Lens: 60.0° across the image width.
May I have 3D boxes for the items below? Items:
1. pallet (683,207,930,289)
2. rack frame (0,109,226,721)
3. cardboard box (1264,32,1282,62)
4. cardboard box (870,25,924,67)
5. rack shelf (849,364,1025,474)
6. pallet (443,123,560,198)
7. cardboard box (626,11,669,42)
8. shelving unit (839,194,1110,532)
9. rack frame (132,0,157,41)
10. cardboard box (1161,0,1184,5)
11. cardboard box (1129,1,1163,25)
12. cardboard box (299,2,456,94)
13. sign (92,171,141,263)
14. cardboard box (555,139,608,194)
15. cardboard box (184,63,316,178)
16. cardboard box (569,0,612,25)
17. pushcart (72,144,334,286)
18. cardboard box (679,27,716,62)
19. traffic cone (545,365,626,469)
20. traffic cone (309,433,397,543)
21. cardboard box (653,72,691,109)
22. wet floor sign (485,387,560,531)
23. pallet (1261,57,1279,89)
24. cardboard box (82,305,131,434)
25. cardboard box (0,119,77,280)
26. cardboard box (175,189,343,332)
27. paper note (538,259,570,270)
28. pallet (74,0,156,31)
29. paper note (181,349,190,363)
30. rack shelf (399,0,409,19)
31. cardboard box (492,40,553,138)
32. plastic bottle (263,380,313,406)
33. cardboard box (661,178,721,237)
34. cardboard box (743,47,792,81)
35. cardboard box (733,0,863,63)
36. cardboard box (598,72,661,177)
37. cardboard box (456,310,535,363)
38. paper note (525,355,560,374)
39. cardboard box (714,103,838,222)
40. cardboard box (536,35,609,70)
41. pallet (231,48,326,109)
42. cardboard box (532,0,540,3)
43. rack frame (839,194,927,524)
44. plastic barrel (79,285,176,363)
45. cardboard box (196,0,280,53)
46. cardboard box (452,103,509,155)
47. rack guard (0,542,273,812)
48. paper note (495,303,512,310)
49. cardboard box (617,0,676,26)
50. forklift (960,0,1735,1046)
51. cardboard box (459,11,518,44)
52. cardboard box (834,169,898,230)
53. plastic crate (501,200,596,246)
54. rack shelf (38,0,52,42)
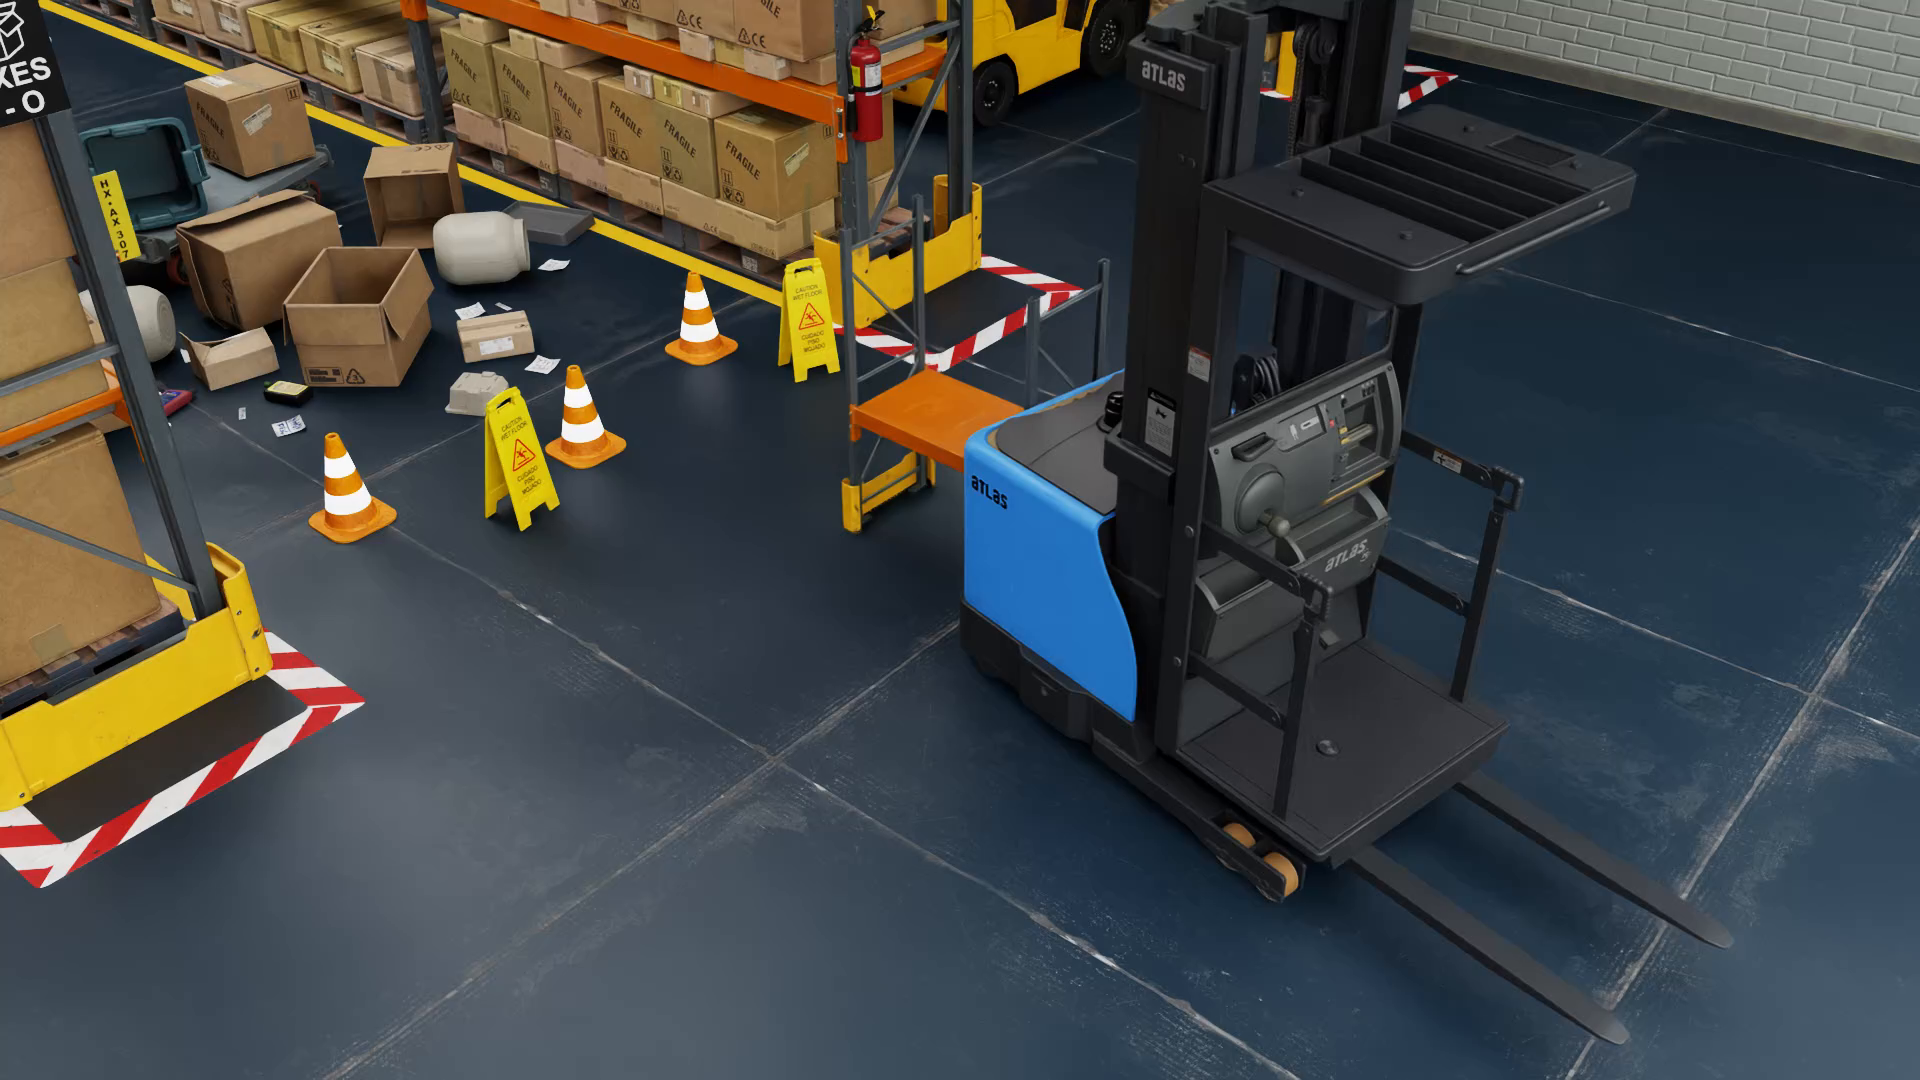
[{"bbox_3d":[-0.950,-1.901,10.332,1.213,0.211,1.003,25,42,32],"label":"pallet"},{"bbox_3d":[-3.380,-0.523,5.863,0.127,3.000,1.000,25,42,32],"label":"rack frame"},{"bbox_3d":[2.319,-3.947,12.905,0.500,0.250,0.500,26,42,32],"label":"cardboard box"},{"bbox_3d":[-0.419,-2.823,9.433,0.250,0.149,0.380,25,42,32],"label":"cardboard box"},{"bbox_3d":[0.050,-0.456,7.407,1.000,0.185,0.538,26,42,33],"label":"rack shelf"},{"bbox_3d":[-2.826,-2.785,11.619,1.213,0.211,1.003,25,42,32],"label":"pallet"},{"bbox_3d":[-1.742,-3.085,9.815,0.250,0.149,0.380,25,42,31],"label":"cardboard box"},{"bbox_3d":[0.043,-0.608,7.310,1.083,1.500,0.587,26,42,33],"label":"shelving unit"},{"bbox_3d":[-6.439,-5.611,13.271,0.127,3.000,1.000,25,42,32],"label":"rack frame"},{"bbox_3d":[1.930,-4.347,13.046,0.500,0.250,0.500,25,42,31],"label":"cardboard box"},{"bbox_3d":[1.565,-4.316,13.443,0.500,0.250,0.500,26,42,32],"label":"cardboard box"},{"bbox_3d":[-4.324,-3.700,12.439,0.625,0.372,0.950,28,43,34],"label":"cardboard box"},{"bbox_3d":[-3.020,-1.152,5.943,0.005,0.325,0.100,25,42,32],"label":"sign"},{"bbox_3d":[-2.257,-2.491,10.786,0.500,0.250,0.500,25,41,31],"label":"cardboard box"},{"bbox_3d":[-4.480,-2.659,10.511,0.500,0.500,0.500,25,42,32],"label":"cardboard box"},{"bbox_3d":[-2.139,-3.259,10.067,0.250,0.149,0.380,25,42,32],"label":"cardboard box"},{"bbox_3d":[-4.785,-2.071,10.433,0.936,0.377,1.648,12,36,16],"label":"pushcart"},{"bbox_3d":[-1.381,-2.878,9.513,0.250,0.149,0.380,26,42,33],"label":"cardboard box"},{"bbox_3d":[-1.895,-0.656,8.297,0.334,0.463,0.336,25,42,32],"label":"traffic cone"},{"bbox_3d":[-2.879,-0.288,7.760,0.334,0.463,0.336,25,42,32],"label":"traffic cone"},{"bbox_3d":[-1.589,-2.703,9.858,0.250,0.149,0.380,26,42,33],"label":"cardboard box"},{"bbox_3d":[-2.091,-0.404,7.768,0.232,0.644,0.267,18,38,24],"label":"wet floor sign"},{"bbox_3d":[2.268,-3.984,13.364,1.213,0.211,1.003,25,42,32],"label":"pallet"},{"bbox_3d":[-4.604,-0.827,8.511,0.500,0.500,0.500,-26,42,-32],"label":"cardboard box"},{"bbox_3d":[-3.640,-1.182,5.735,0.550,0.550,0.875,25,42,32],"label":"cardboard box"},{"bbox_3d":[-3.984,-1.610,9.531,0.503,0.637,0.797,25,42,32],"label":"cardboard box"},{"bbox_3d":[-2.485,-1.688,10.181,0.148,0.019,0.142,12,36,16],"label":"paper note"},{"bbox_3d":[-6.996,-4.780,14.524,1.213,0.211,1.003,25,42,32],"label":"pallet"},{"bbox_3d":[-4.239,-1.049,9.258,0.172,0.023,0.155,-18,38,-25],"label":"paper note"},{"bbox_3d":[-4.901,-4.590,12.420,4.000,0.370,1.077,25,42,32],"label":"rack shelf"},{"bbox_3d":[-2.665,-2.991,10.852,0.500,0.500,0.500,27,43,34],"label":"cardboard box"},{"bbox_3d":[-3.598,-0.786,8.841,0.283,0.061,0.133,12,36,16],"label":"plastic bottle"},{"bbox_3d":[-1.477,-2.120,10.245,0.500,0.250,0.500,25,42,32],"label":"cardboard box"},{"bbox_3d":[-0.980,-2.696,9.248,0.250,0.149,0.380,25,42,31],"label":"cardboard box"},{"bbox_3d":[-0.884,-2.954,9.051,0.500,0.500,0.500,24,41,31],"label":"cardboard box"},{"bbox_3d":[-1.860,-2.613,10.300,0.500,0.500,0.500,24,41,31],"label":"cardboard box"},{"bbox_3d":[-2.590,-1.134,9.270,0.380,0.149,0.250,-12,36,-17],"label":"cardboard box"},{"bbox_3d":[-2.290,-0.966,9.130,0.142,0.019,0.148,12,36,16],"label":"paper note"},{"bbox_3d":[-1.073,-2.239,9.756,0.500,0.500,0.500,26,42,32],"label":"cardboard box"},{"bbox_3d":[-2.421,-3.094,10.429,0.250,0.149,0.380,28,43,34],"label":"cardboard box"},{"bbox_3d":[-4.906,-3.736,13.004,1.213,0.211,1.003,25,42,32],"label":"pallet"},{"bbox_3d":[-2.484,-3.466,10.369,0.250,0.149,0.380,25,42,32],"label":"cardboard box"},{"bbox_3d":[-0.336,-0.792,7.578,0.032,1.500,0.500,26,42,33],"label":"rack frame"},{"bbox_3d":[-4.601,-1.167,9.075,0.512,0.421,0.421,-6,35,-8],"label":"plastic barrel"},{"bbox_3d":[-5.438,-4.228,13.208,0.625,0.372,0.950,24,41,31],"label":"cardboard box"},{"bbox_3d":[-3.084,-2.871,11.339,0.500,0.250,0.500,23,41,30],"label":"cardboard box"},{"bbox_3d":[-3.361,0.516,6.557,0.348,0.500,1.175,25,42,32],"label":"rack guard"},{"bbox_3d":[-2.672,-1.366,9.730,0.123,0.001,0.032,25,42,32],"label":"paper note"},{"bbox_3d":[-1.648,-3.320,9.584,0.500,0.500,0.500,25,42,32],"label":"cardboard box"},{"bbox_3d":[1.323,-0.256,5.533,1.130,2.935,3.031,-25,42,-32],"label":"forklift"},{"bbox_3d":[-3.026,-3.376,10.839,0.250,0.149,0.380,26,42,32],"label":"cardboard box"},{"bbox_3d":[-0.733,-2.166,10.312,0.500,0.250,0.500,25,42,31],"label":"cardboard box"},{"bbox_3d":[-2.683,-2.034,10.640,0.583,0.080,0.402,12,36,16],"label":"plastic crate"},{"bbox_3d":[-4.917,-2.188,6.272,4.000,0.370,1.077,25,42,32],"label":"rack shelf"}]
